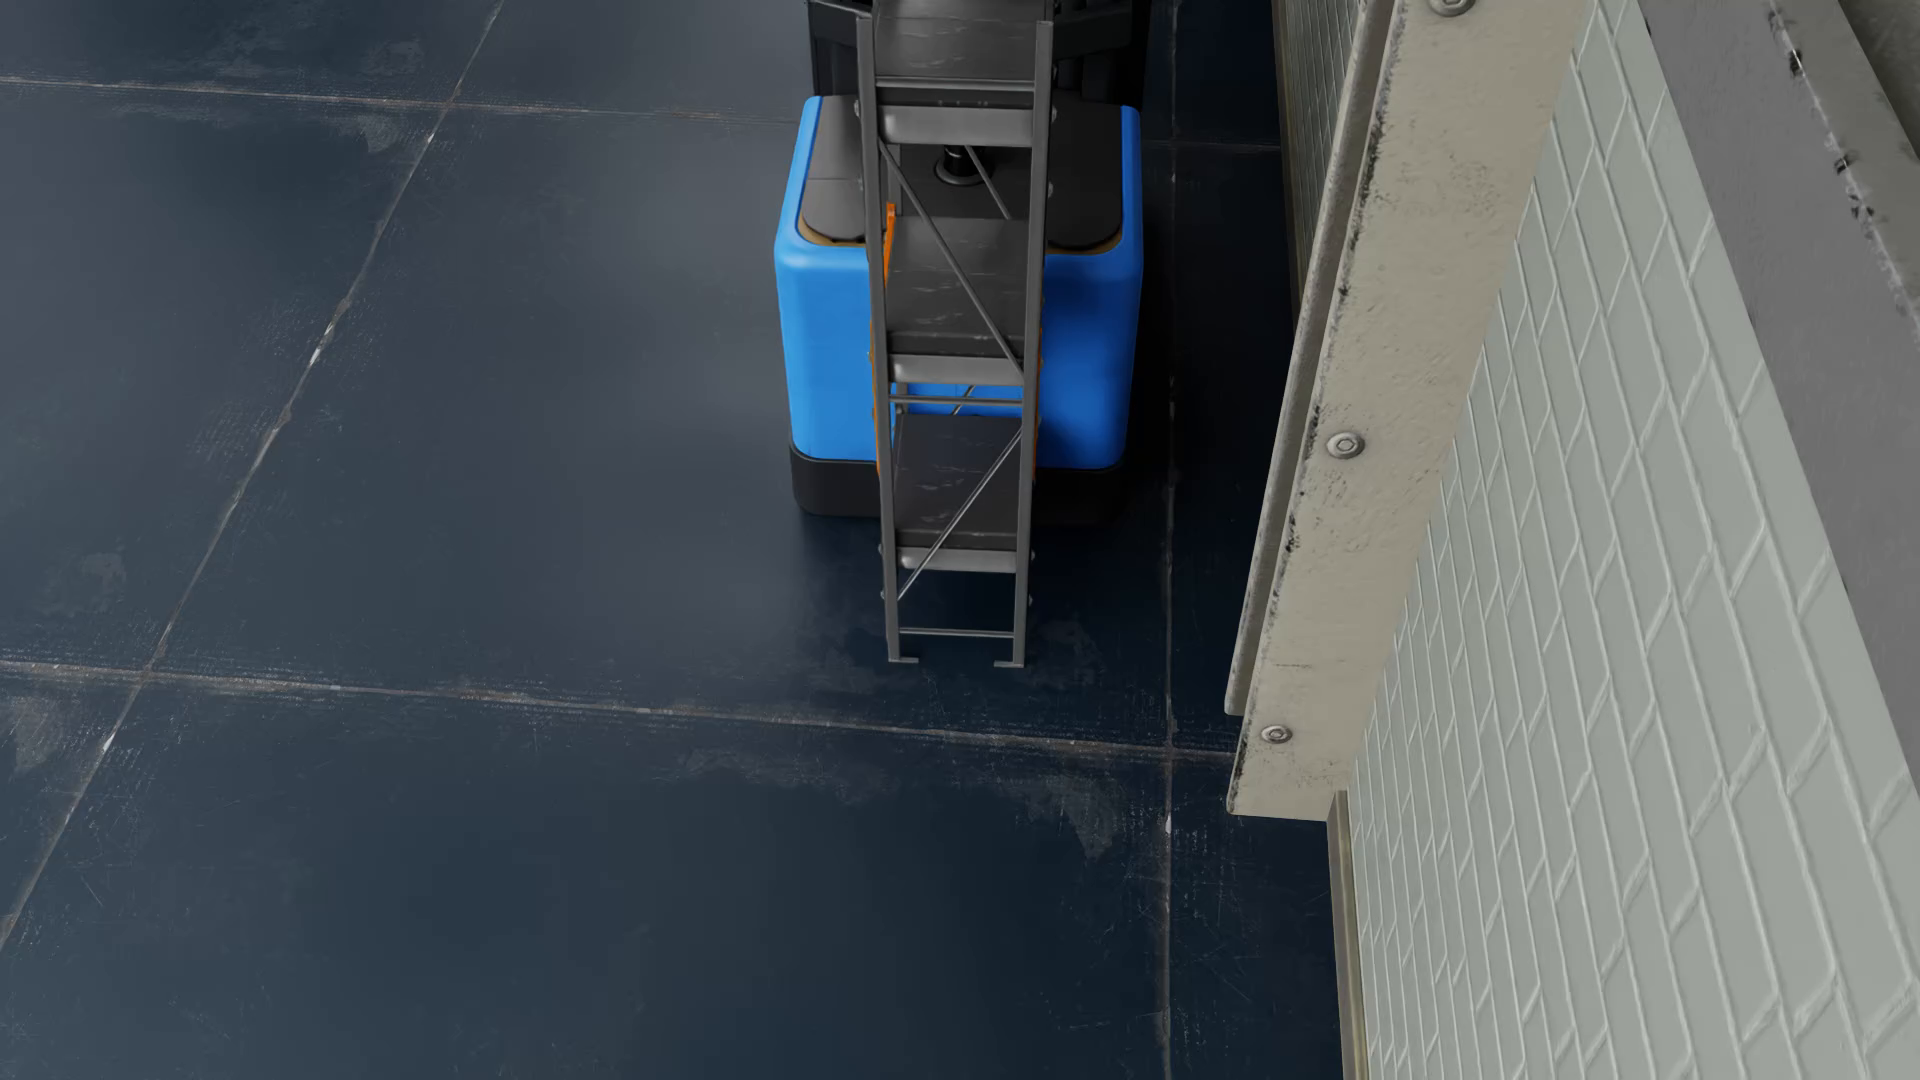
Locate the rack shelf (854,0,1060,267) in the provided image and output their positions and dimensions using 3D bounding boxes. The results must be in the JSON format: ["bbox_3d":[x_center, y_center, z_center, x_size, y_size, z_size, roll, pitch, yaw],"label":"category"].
[{"bbox_3d":[0.003,-0.986,3.799,0.431,0.518,0.480,2,48,2],"label":"rack shelf"}]

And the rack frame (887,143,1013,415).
[{"bbox_3d":[0.016,-0.702,4.470,0.400,2.100,0.015,2,48,2],"label":"rack frame"}]

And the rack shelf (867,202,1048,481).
[{"bbox_3d":[0.003,-0.513,4.315,0.431,0.518,0.480,2,48,2],"label":"rack shelf"}]

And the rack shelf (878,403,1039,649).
[{"bbox_3d":[0.003,-0.041,4.832,0.431,0.518,0.480,2,48,2],"label":"rack shelf"}]

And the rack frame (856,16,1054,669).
[{"bbox_3d":[-0.011,-0.343,4.141,0.400,2.100,0.015,2,48,2],"label":"rack frame"}]

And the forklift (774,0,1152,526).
[{"bbox_3d":[0.074,-2.116,5.199,1.130,2.935,3.031,2,48,2],"label":"forklift"}]

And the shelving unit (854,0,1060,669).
[{"bbox_3d":[0.003,-0.523,4.305,0.431,2.100,0.503,2,48,2],"label":"shelving unit"}]

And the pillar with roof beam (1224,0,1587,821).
[{"bbox_3d":[-3.383,-2.712,1.632,9.100,9.000,0.400,4,48,4],"label":"pillar with roof beam"}]
